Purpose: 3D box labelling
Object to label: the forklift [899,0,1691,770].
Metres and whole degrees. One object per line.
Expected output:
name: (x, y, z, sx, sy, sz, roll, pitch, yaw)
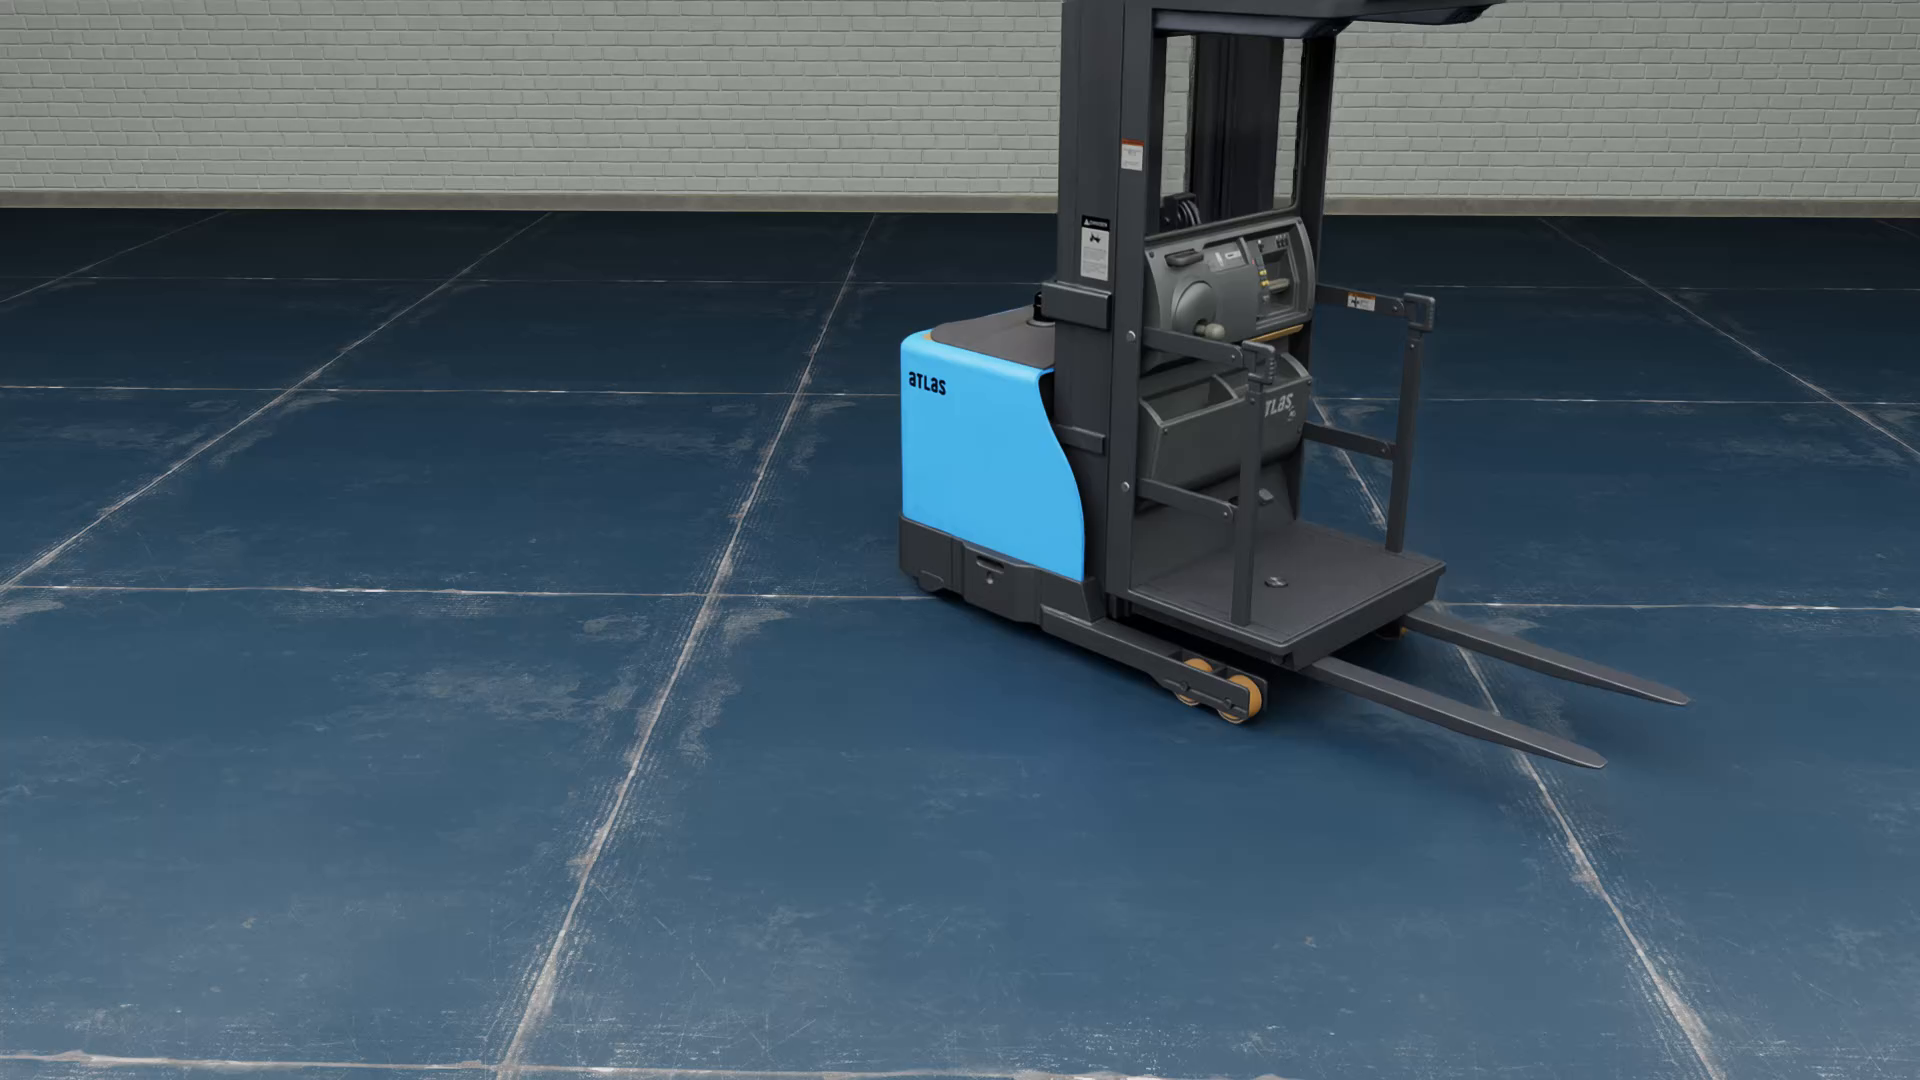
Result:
forklift: (1.138, -0.931, 5.877, 1.130, 2.935, 3.031, -20, 29, -41)
